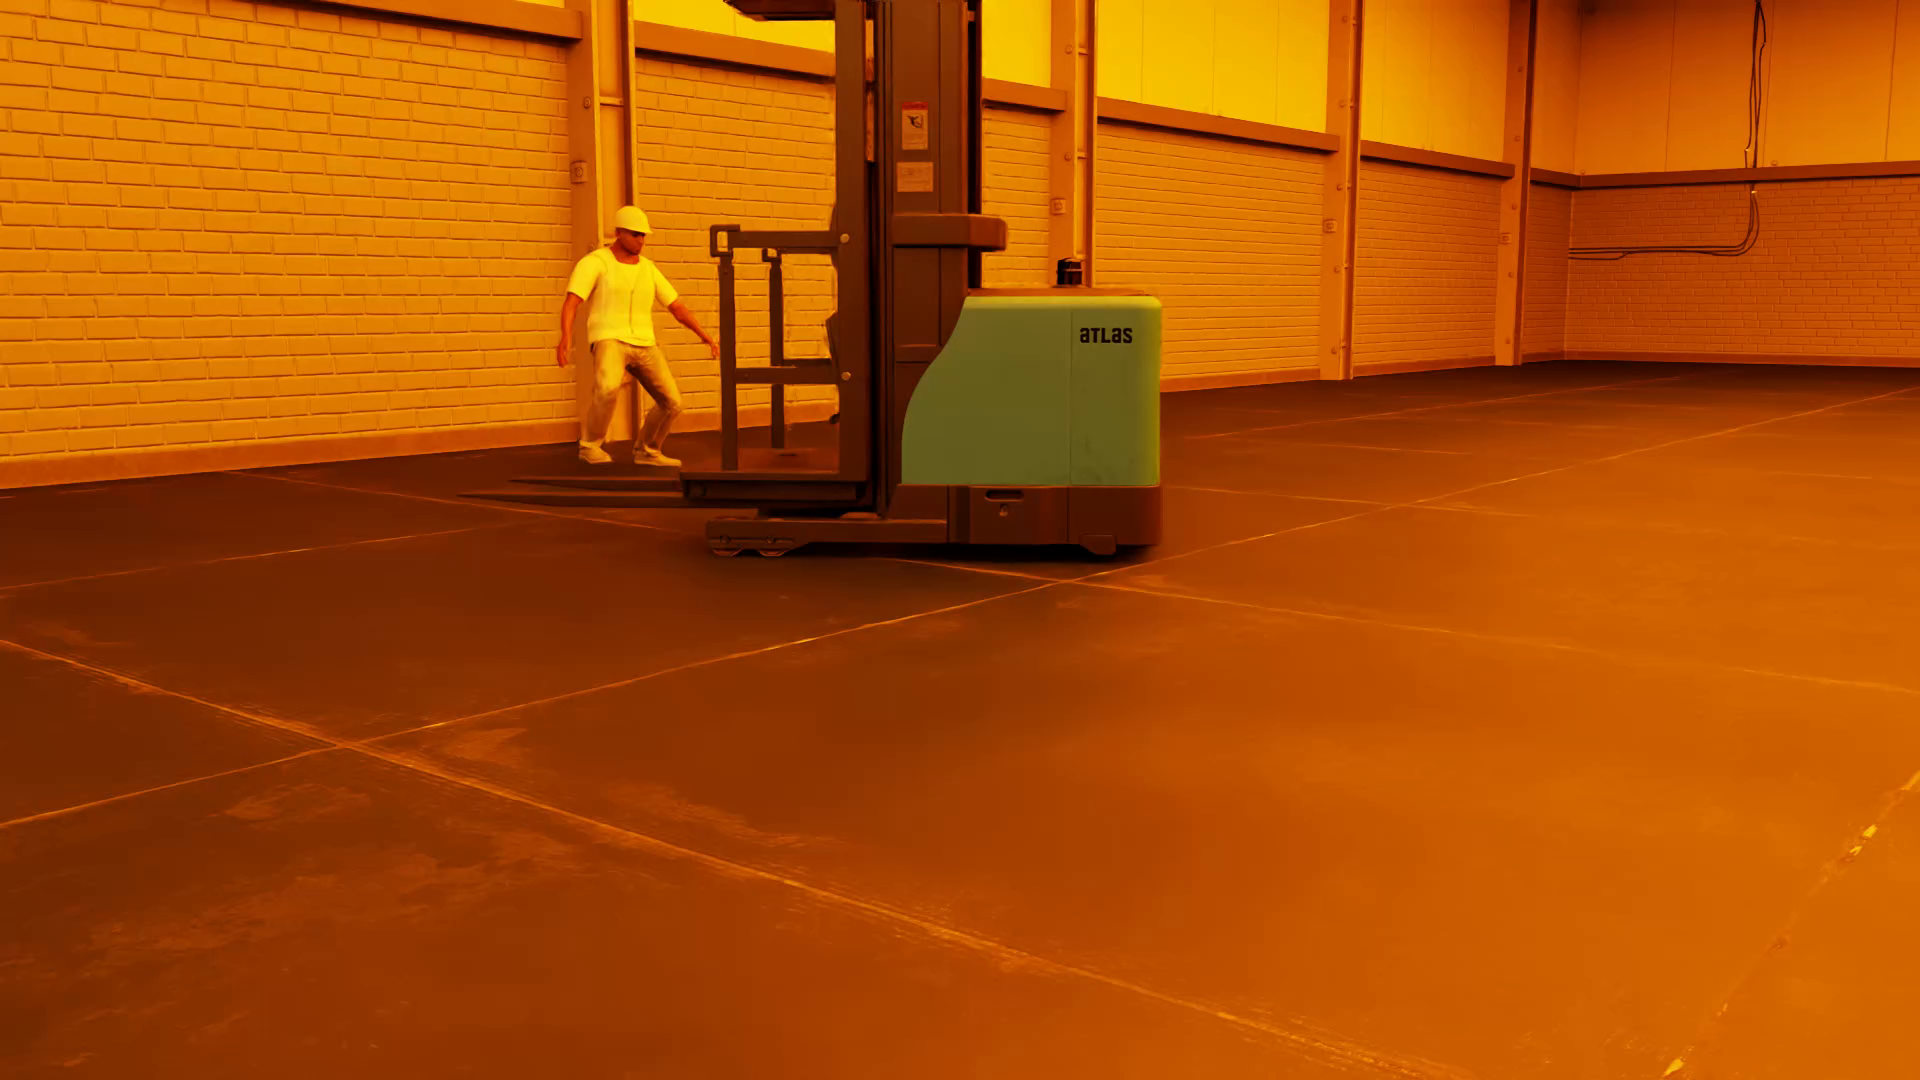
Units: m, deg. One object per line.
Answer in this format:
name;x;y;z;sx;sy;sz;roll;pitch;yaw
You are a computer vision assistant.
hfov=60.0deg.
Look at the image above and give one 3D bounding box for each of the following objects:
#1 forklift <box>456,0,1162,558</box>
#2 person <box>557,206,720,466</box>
forklift;-0.643;-1.452;7.202;3.031;2.935;1.130;1;8;5
person;-2.024;-1.229;10.251;1.016;1.638;0.668;-7;11;-39
